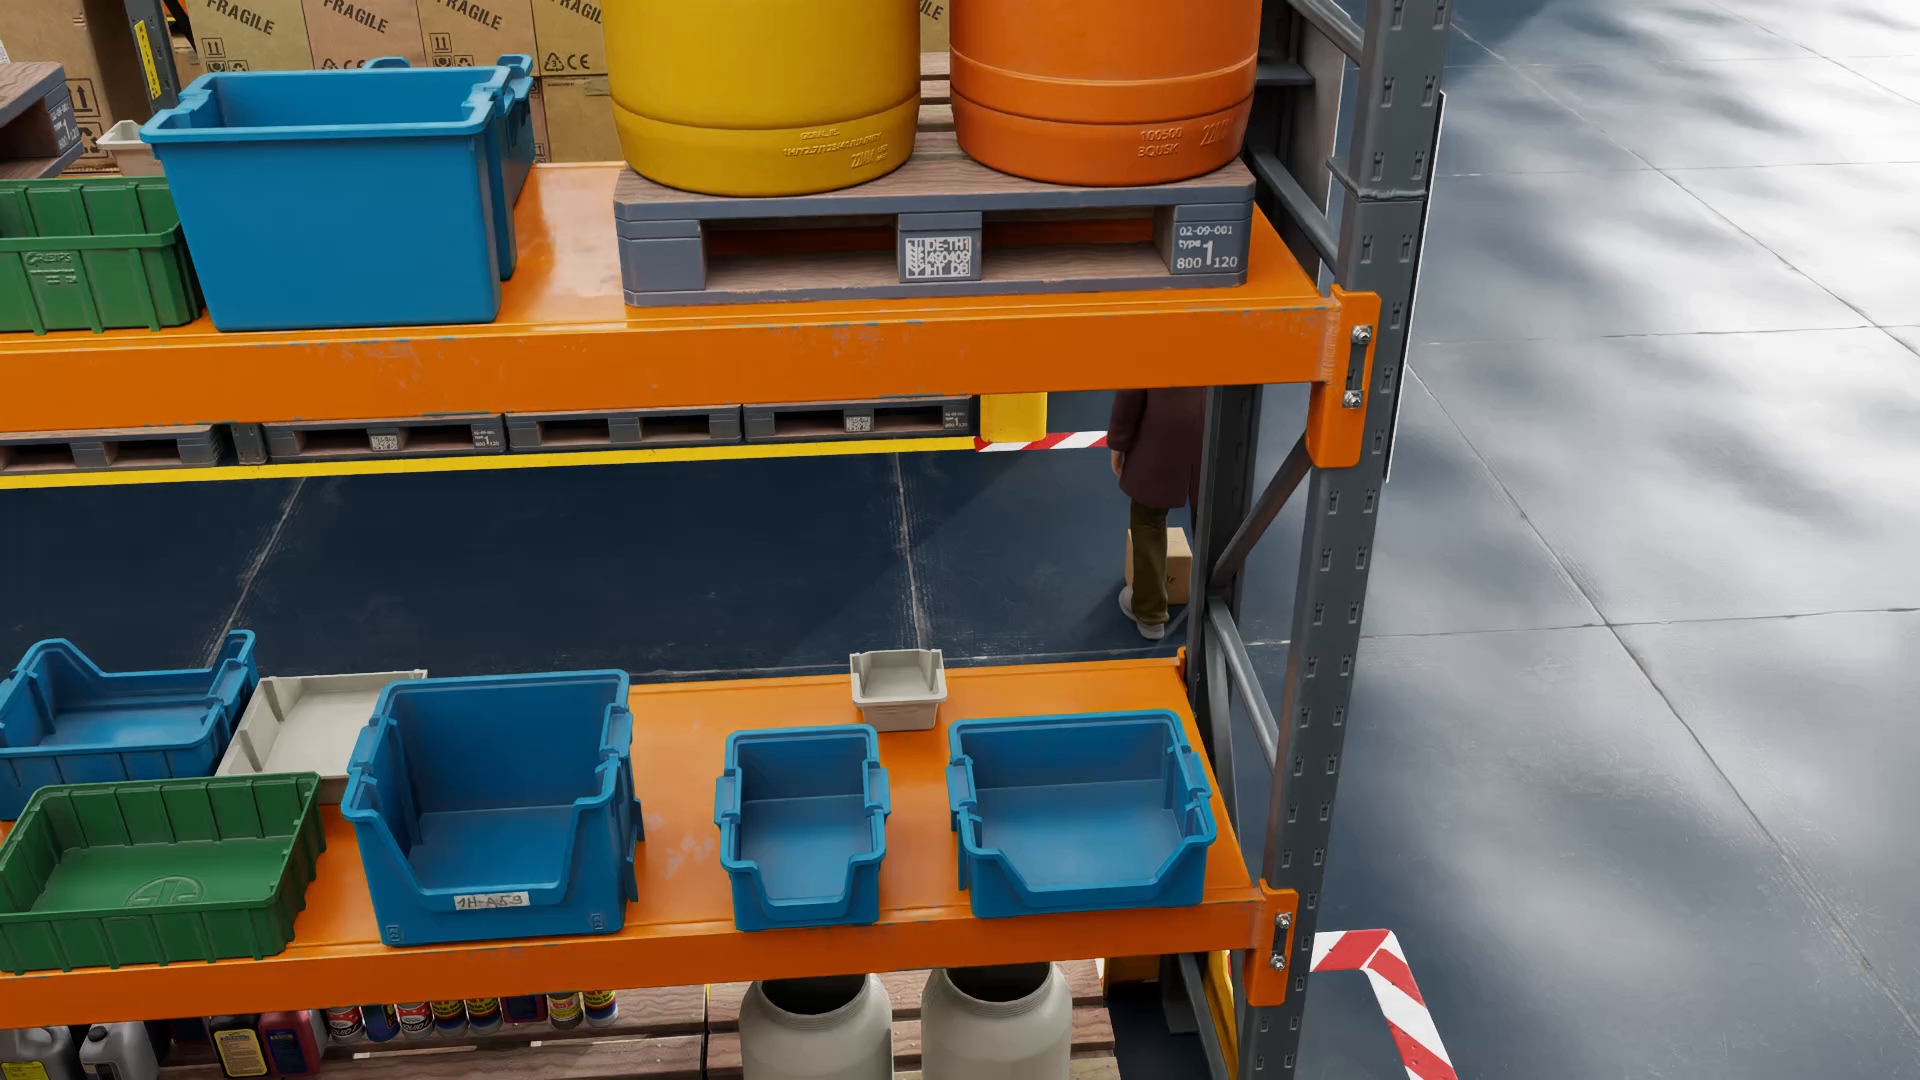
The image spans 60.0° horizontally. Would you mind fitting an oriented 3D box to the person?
[{"bbox_3d":[0.912,-0.409,6.838,0.643,1.772,0.429,-4,31,-7],"label":"person"}]
